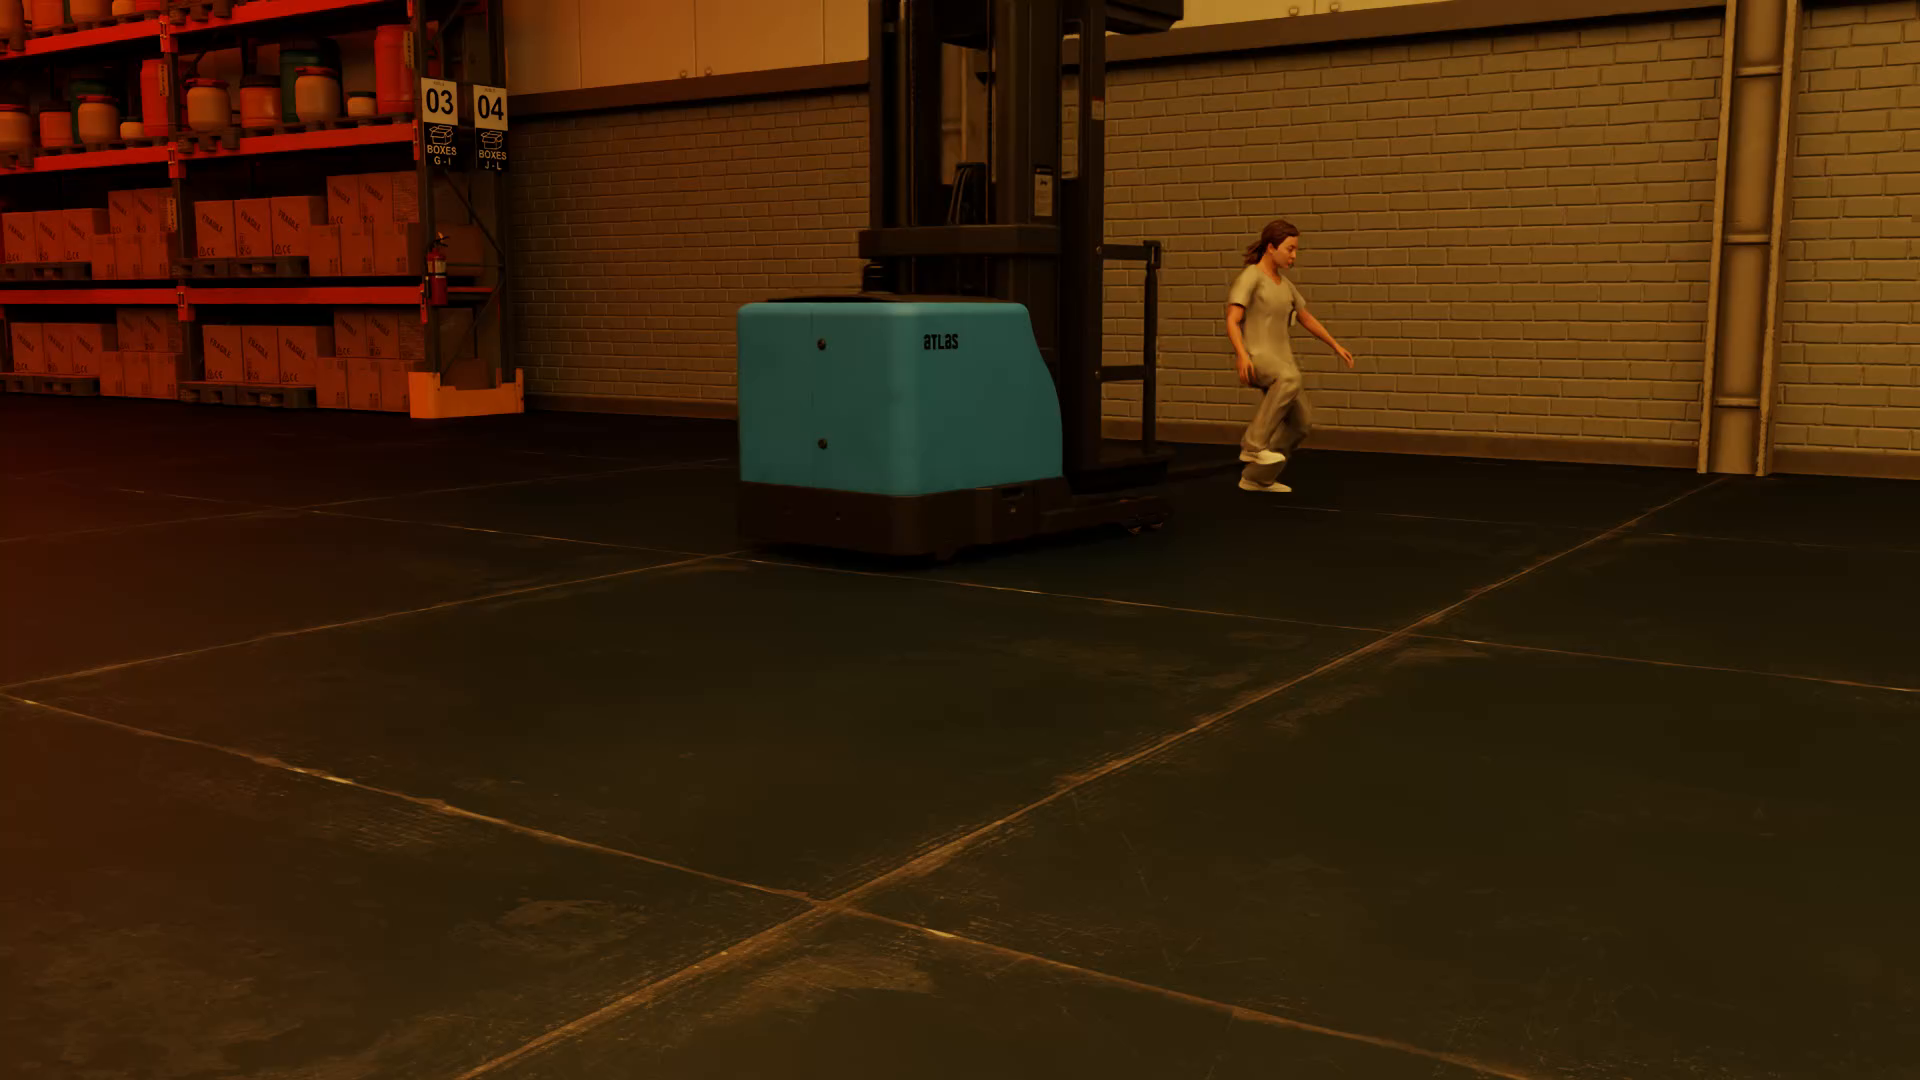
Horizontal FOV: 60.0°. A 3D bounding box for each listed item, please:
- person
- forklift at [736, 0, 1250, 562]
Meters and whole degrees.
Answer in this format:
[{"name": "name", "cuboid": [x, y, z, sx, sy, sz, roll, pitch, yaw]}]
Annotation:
[{"name": "person", "cuboid": [1.743, -0.975, 9.149, 0.879, 1.548, 0.752, -8, 11, -43]}, {"name": "forklift", "cuboid": [0.350, -1.521, 7.889, 1.130, 2.935, 3.031, 7, 10, 39]}]
